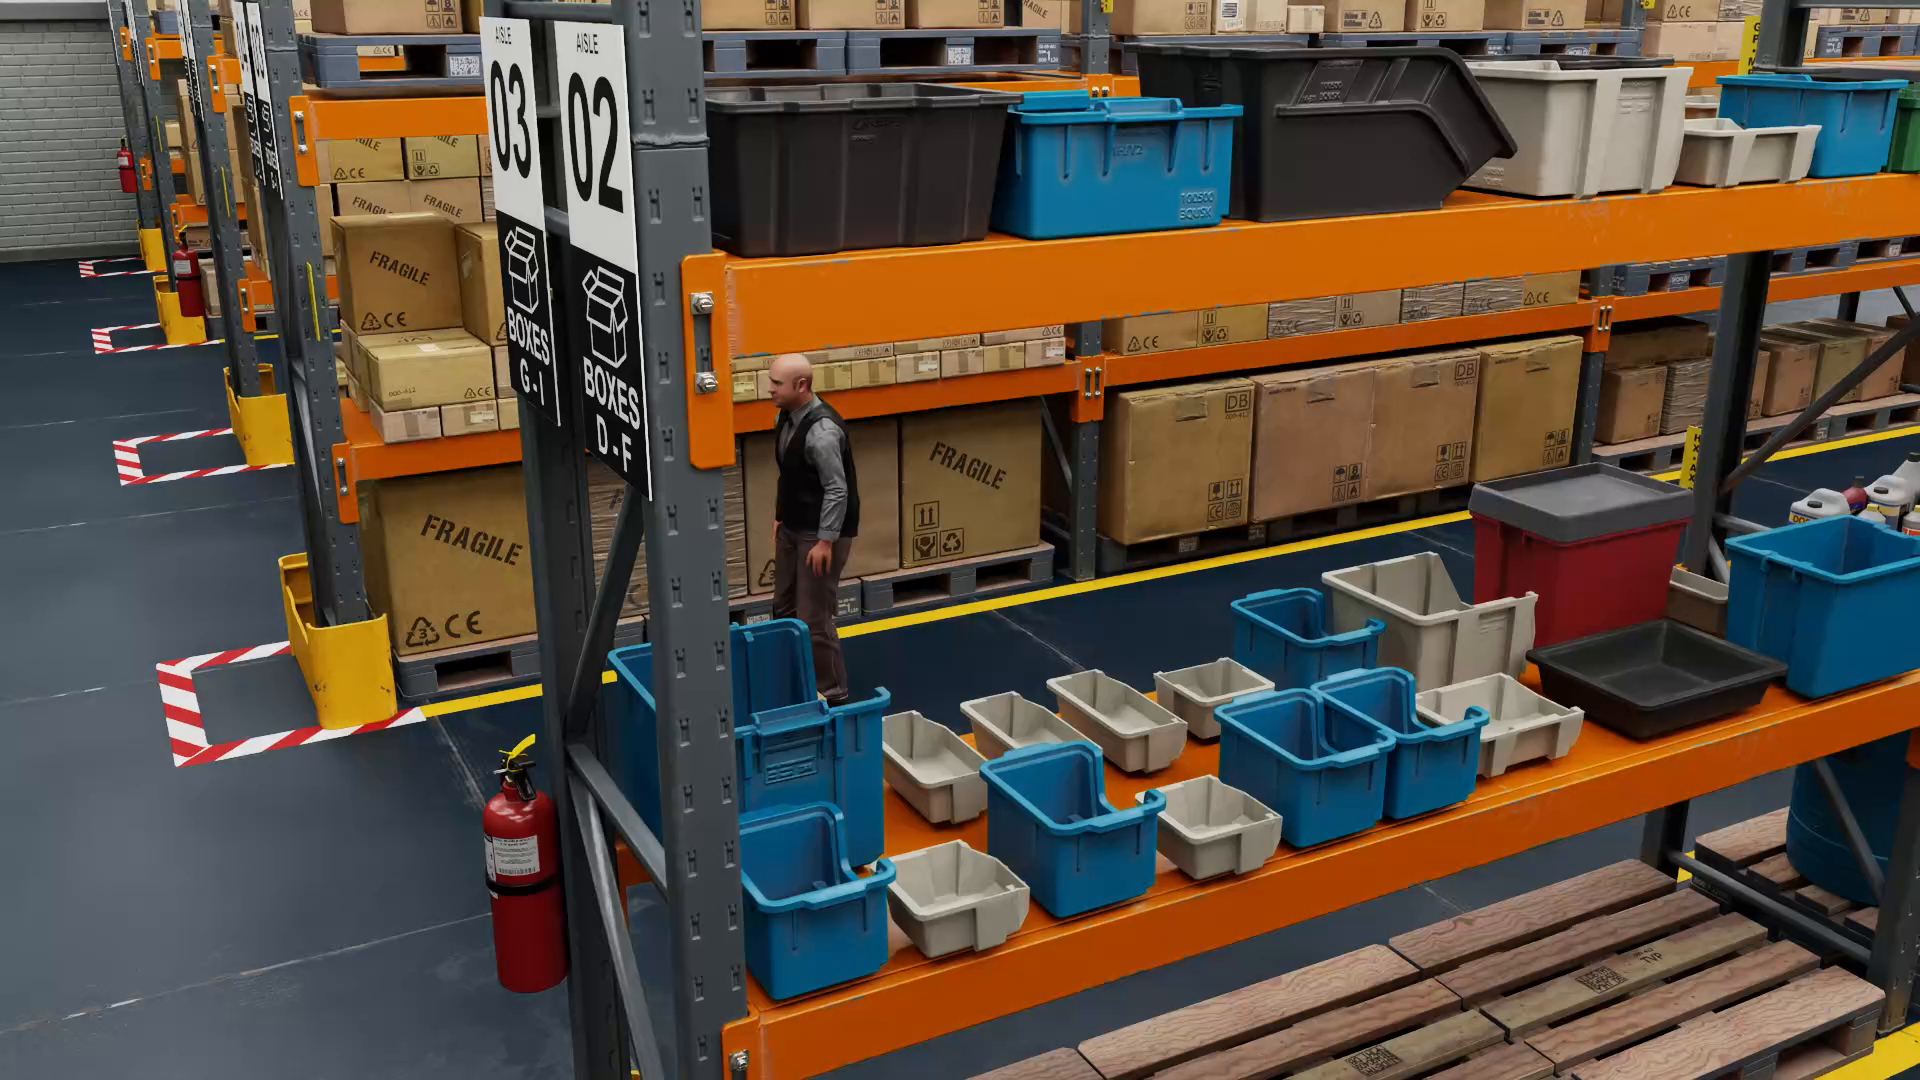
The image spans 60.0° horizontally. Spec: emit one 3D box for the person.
[{"bbox_3d":[-0.687,-0.028,7.684,0.421,1.718,0.580,-10,21,-27],"label":"person"}]
